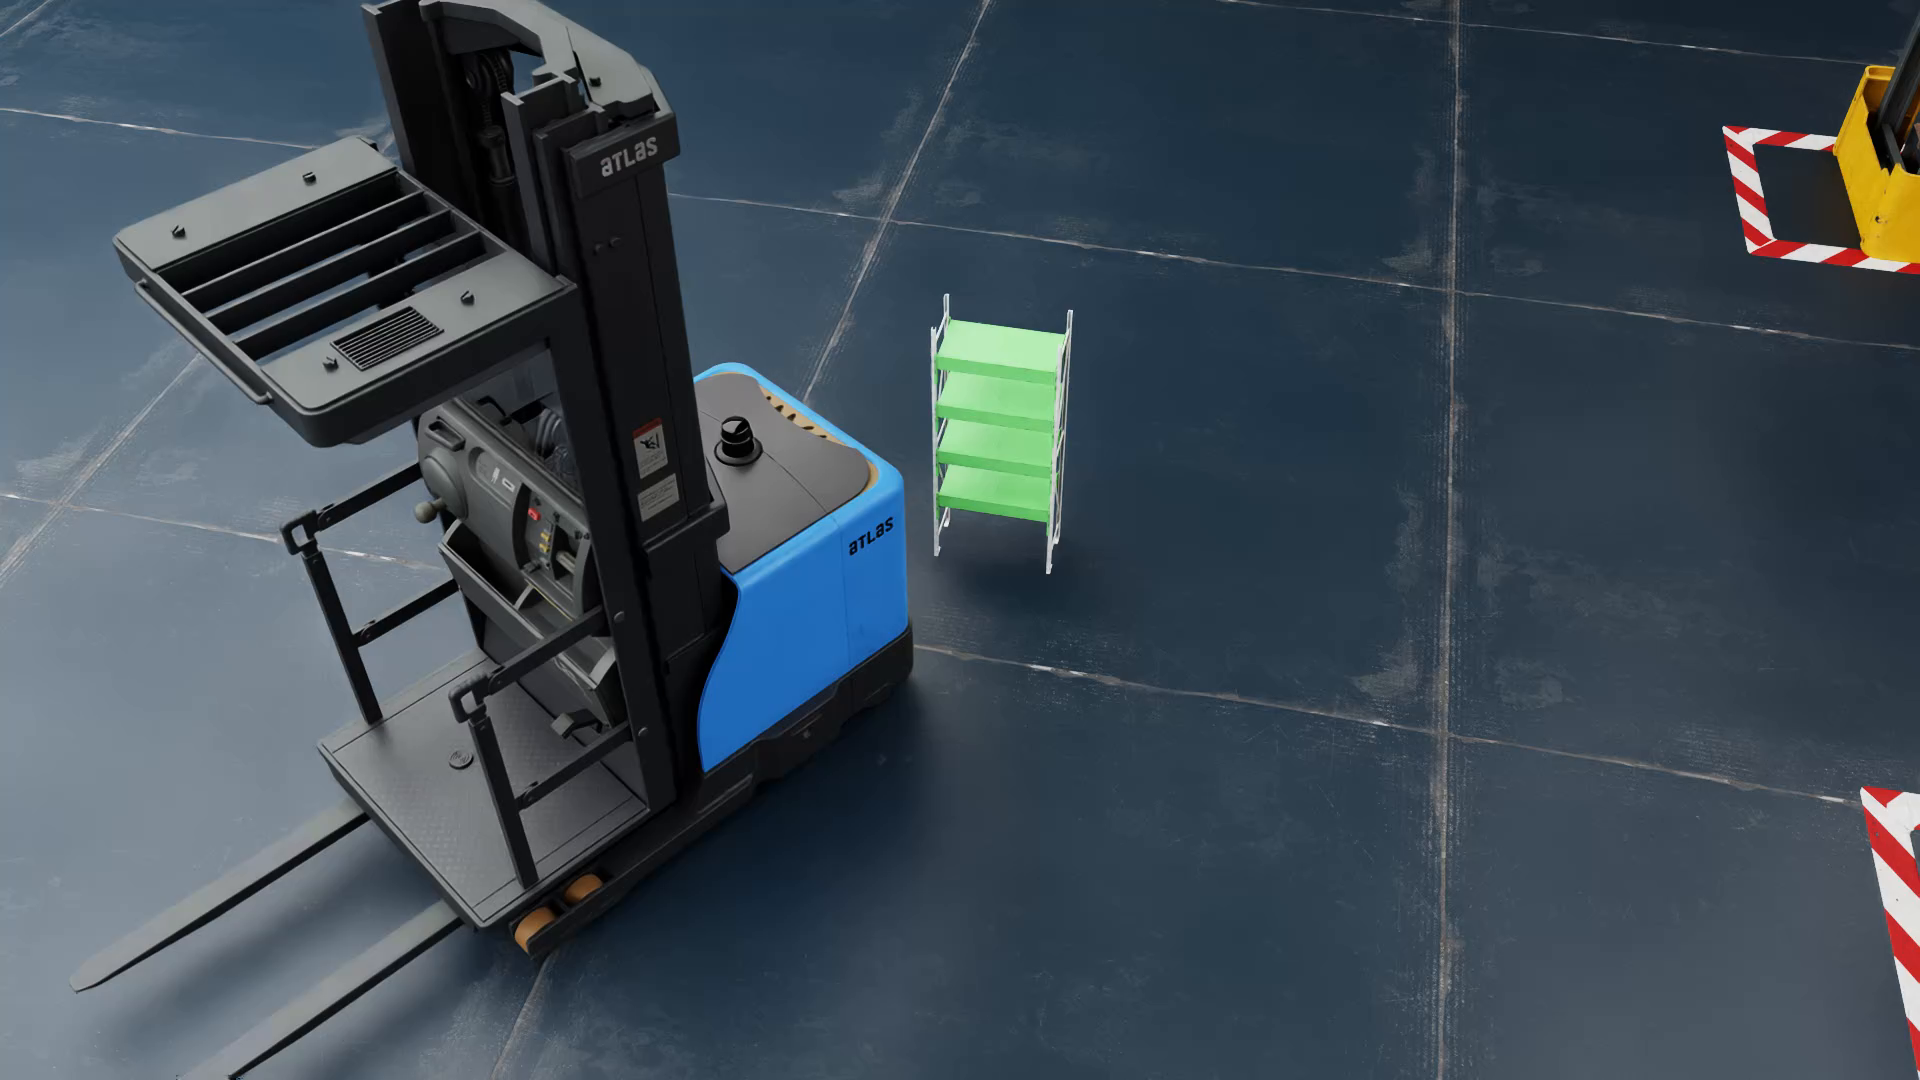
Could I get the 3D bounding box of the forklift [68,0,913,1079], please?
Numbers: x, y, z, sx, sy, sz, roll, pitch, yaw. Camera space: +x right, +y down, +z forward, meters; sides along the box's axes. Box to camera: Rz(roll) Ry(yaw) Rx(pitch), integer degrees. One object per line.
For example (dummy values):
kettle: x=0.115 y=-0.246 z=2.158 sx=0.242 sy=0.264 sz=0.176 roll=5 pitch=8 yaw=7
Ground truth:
forklift: x=-1.587 y=-0.036 z=5.134 sx=3.031 sy=2.935 sz=1.130 roll=-34 pitch=54 yaw=-30

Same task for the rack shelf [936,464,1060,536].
rack shelf: x=0.162 y=-0.188 z=6.979 sx=0.480 sy=0.148 sz=0.258 roll=9 pitch=45 yaw=9

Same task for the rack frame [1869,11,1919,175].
rack frame: x=5.080 y=-2.935 z=8.096 sx=0.127 sy=3.000 sz=1.000 roll=9 pitch=45 yaw=9

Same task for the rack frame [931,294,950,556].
rack frame: x=-0.077 y=-0.444 z=6.806 sx=0.015 sy=1.200 sz=0.240 roll=9 pitch=45 yaw=9

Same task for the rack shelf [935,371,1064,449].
rack shelf: x=0.162 y=-0.534 z=6.646 sx=0.480 sy=0.148 sz=0.258 roll=9 pitch=45 yaw=9

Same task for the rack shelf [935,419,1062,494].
rack shelf: x=0.162 y=-0.361 z=6.812 sx=0.480 sy=0.148 sz=0.258 roll=9 pitch=45 yaw=9

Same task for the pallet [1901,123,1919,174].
pallet: x=5.835 y=-1.843 z=8.972 sx=1.213 sy=0.211 sz=1.003 roll=9 pitch=45 yaw=9

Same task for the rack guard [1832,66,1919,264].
rack guard: x=5.057 y=-2.038 z=8.967 sx=0.348 sy=0.500 sz=1.175 roll=9 pitch=45 yaw=9

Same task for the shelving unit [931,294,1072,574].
shelving unit: x=0.162 y=-0.407 z=6.768 sx=0.503 sy=1.200 sz=0.258 roll=9 pitch=45 yaw=9

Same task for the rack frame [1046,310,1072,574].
rack frame: x=0.400 y=-0.370 z=6.730 sx=0.015 sy=1.200 sz=0.240 roll=9 pitch=45 yaw=9

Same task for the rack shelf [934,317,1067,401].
rack shelf: x=0.162 y=-0.707 z=6.479 sx=0.480 sy=0.148 sz=0.258 roll=9 pitch=45 yaw=9
